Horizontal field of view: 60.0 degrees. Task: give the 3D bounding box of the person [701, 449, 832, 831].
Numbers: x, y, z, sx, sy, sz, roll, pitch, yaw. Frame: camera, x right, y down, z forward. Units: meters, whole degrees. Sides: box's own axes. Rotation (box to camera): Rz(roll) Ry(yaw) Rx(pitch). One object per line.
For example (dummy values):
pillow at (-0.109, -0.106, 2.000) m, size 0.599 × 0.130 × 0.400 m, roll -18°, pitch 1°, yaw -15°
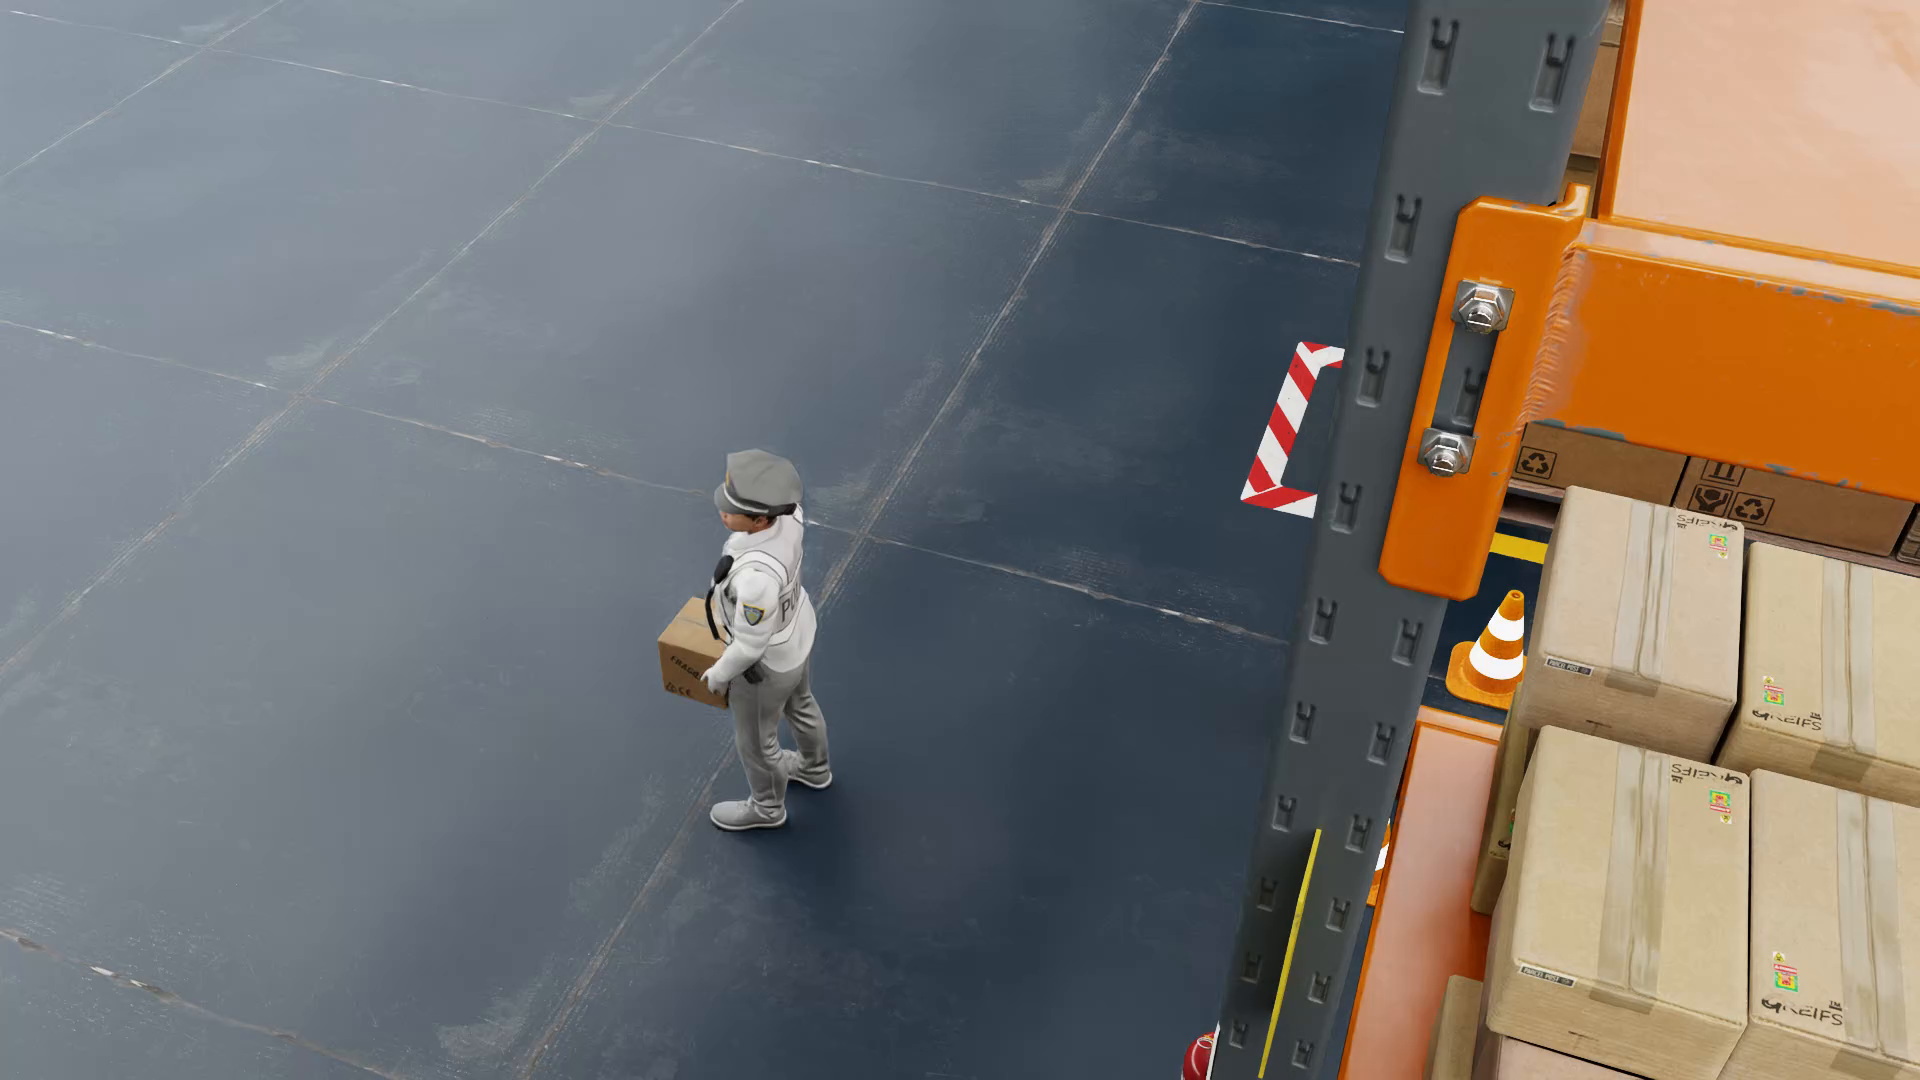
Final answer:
person at (-0.704, 0.370, 5.719) m, size 0.440 × 1.689 × 0.504 m, roll 6°, pitch 42°, yaw 7°
